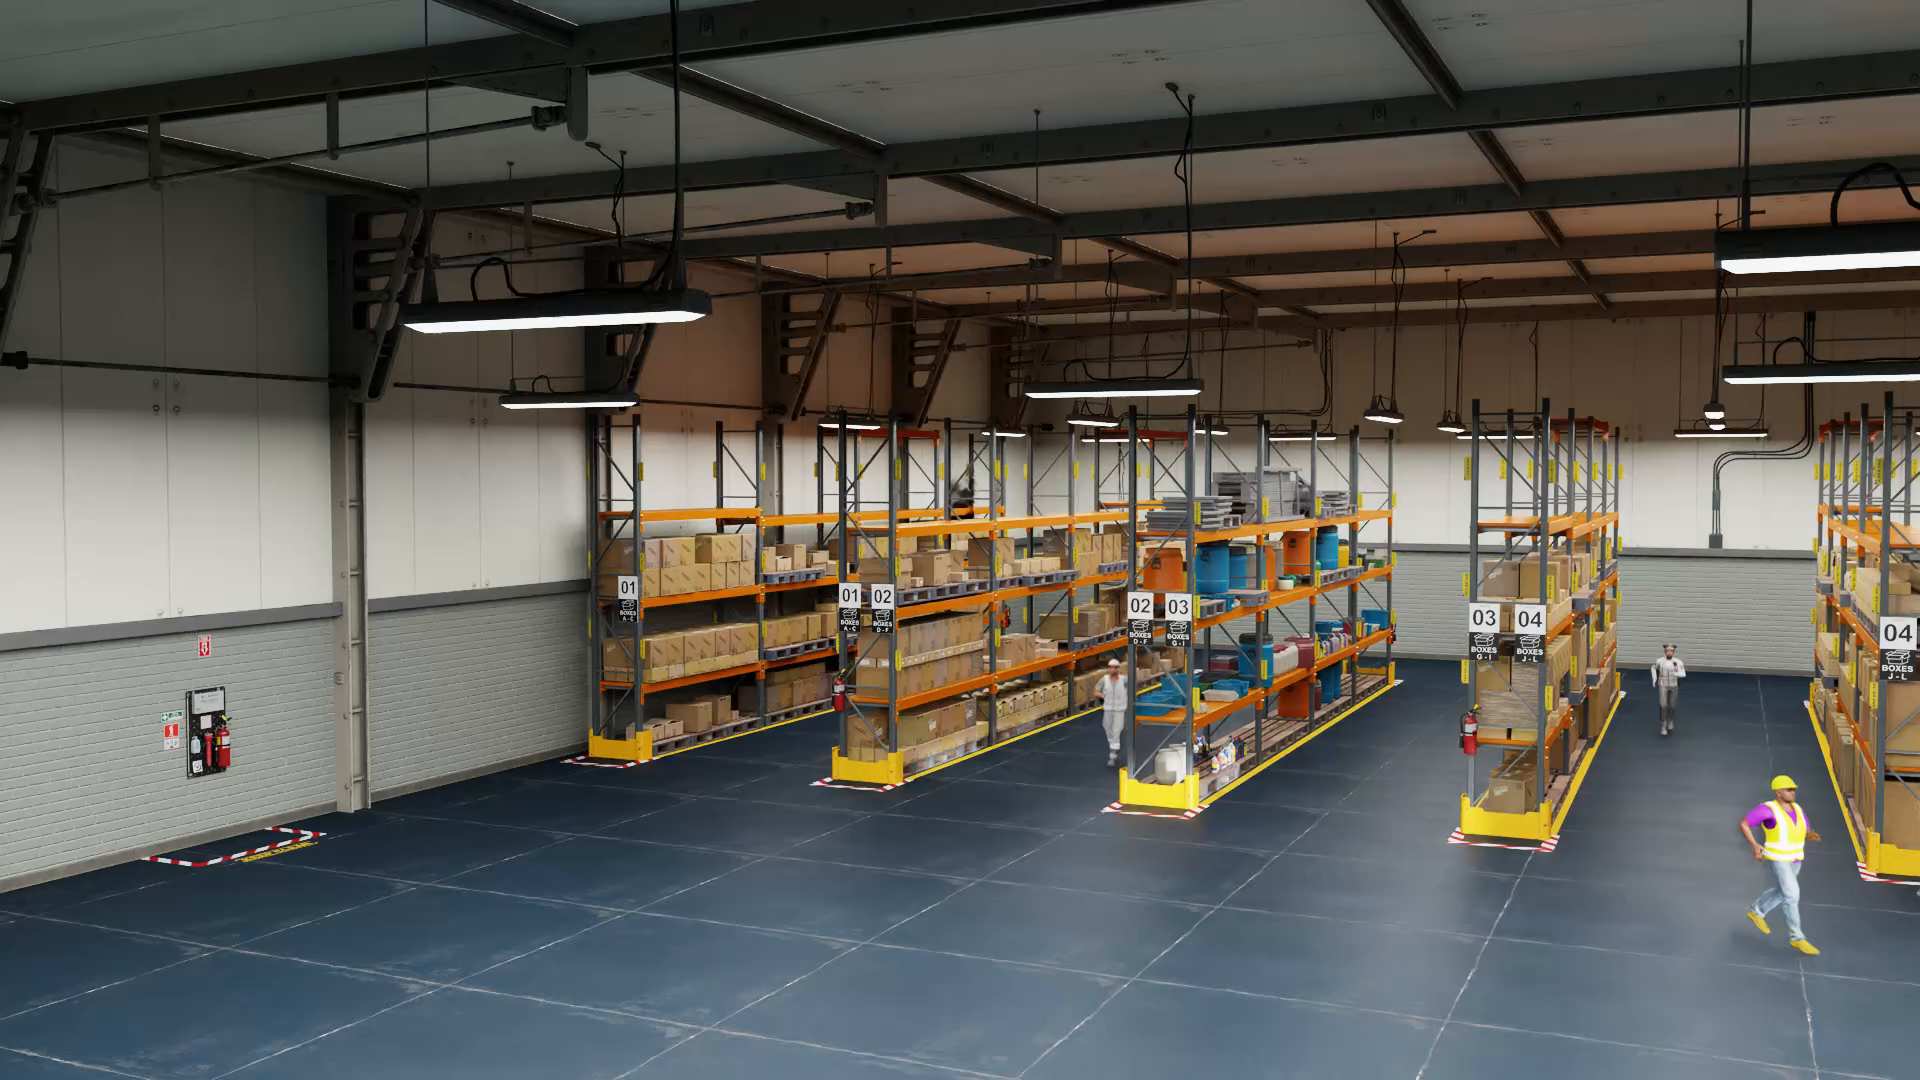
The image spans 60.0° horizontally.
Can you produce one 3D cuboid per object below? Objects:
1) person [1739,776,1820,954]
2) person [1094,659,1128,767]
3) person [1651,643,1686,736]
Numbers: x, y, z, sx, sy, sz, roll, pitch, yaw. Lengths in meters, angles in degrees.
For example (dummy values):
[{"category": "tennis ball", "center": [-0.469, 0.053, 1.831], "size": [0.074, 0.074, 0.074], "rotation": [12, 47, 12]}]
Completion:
[{"category": "person", "center": [8.674, 3.364, 17.511], "size": [0.704, 1.762, 0.965], "rotation": [-1, 3, -25]}, {"category": "person", "center": [2.627, 2.908, 28.337], "size": [0.664, 1.772, 0.999], "rotation": [1, 2, 14]}, {"category": "person", "center": [13.543, 2.839, 31.788], "size": [0.588, 1.742, 0.779], "rotation": [1, 2, 19]}]
